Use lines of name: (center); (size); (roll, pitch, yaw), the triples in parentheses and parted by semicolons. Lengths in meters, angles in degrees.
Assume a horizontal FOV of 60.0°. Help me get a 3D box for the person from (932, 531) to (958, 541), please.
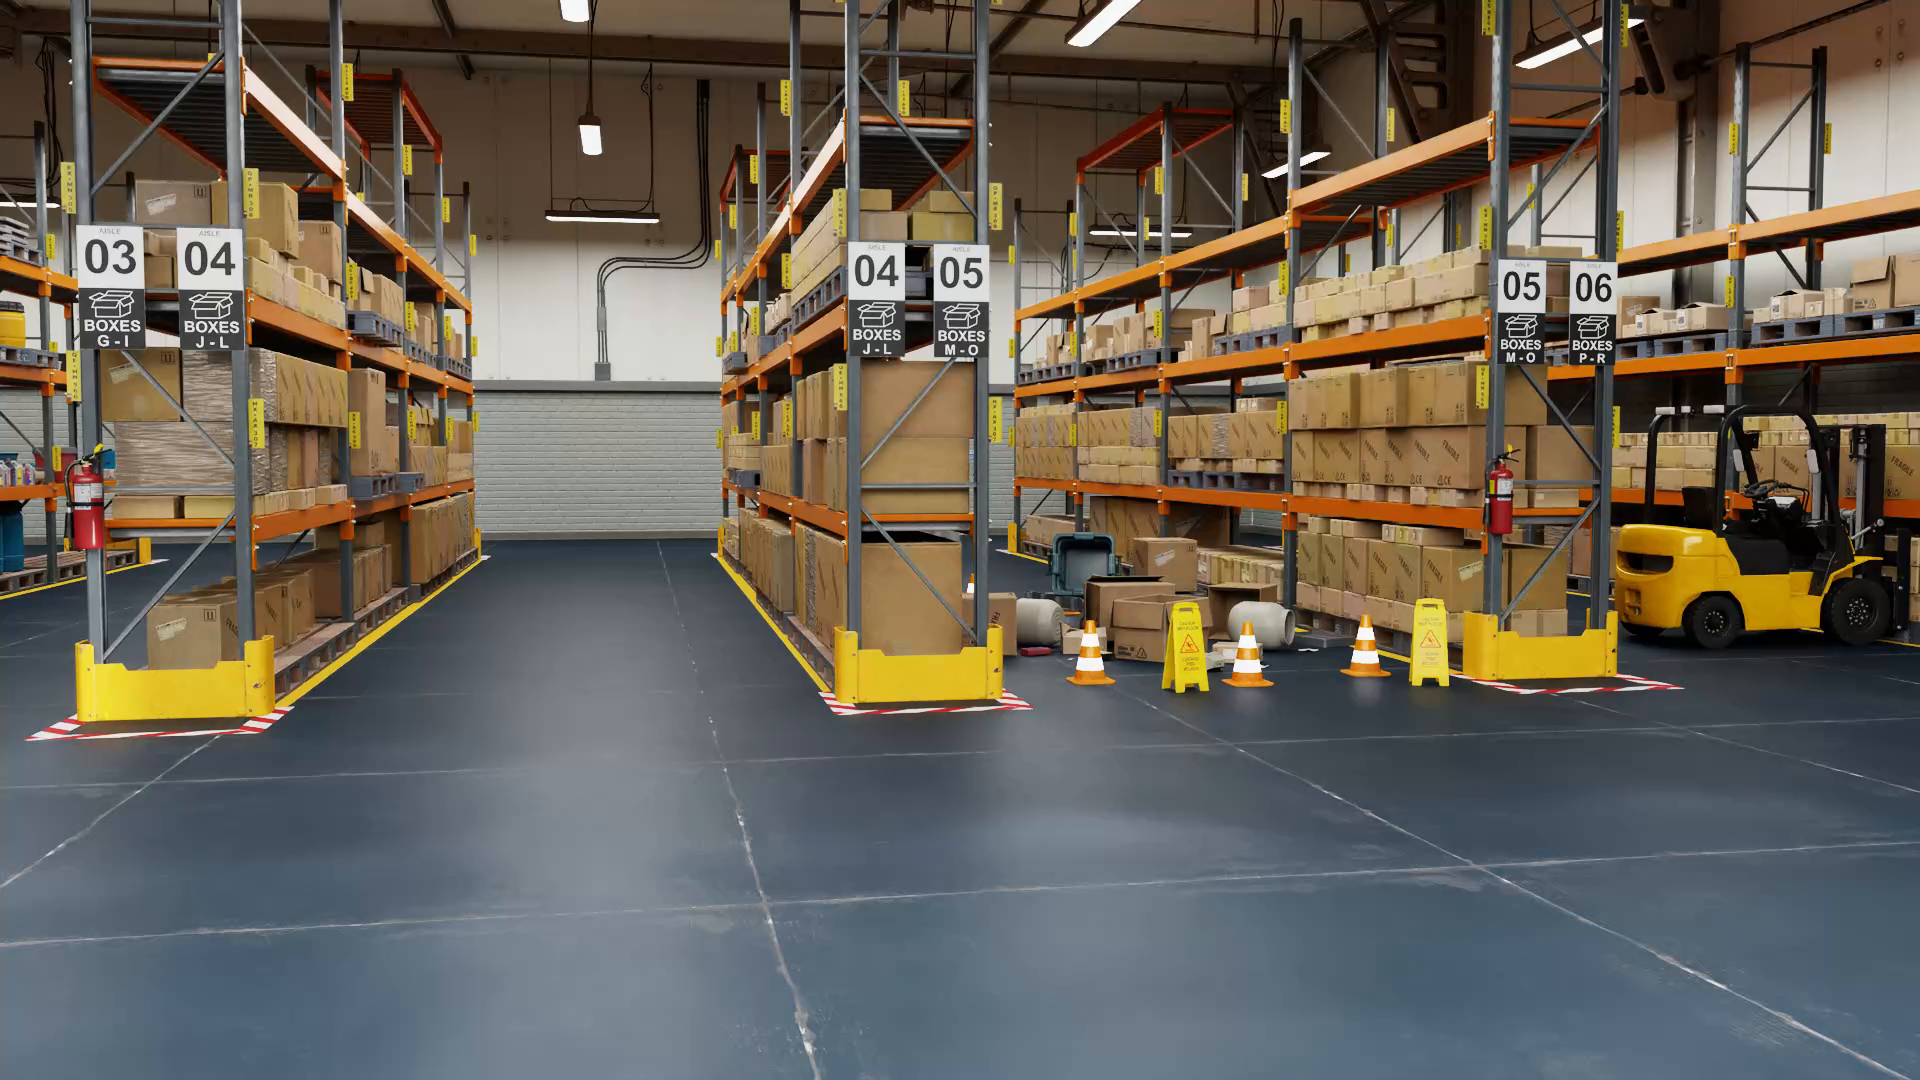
person: (-0.170, -0.250, 21.329); (0.477, 1.723, 0.447); (0, 3, 3)
